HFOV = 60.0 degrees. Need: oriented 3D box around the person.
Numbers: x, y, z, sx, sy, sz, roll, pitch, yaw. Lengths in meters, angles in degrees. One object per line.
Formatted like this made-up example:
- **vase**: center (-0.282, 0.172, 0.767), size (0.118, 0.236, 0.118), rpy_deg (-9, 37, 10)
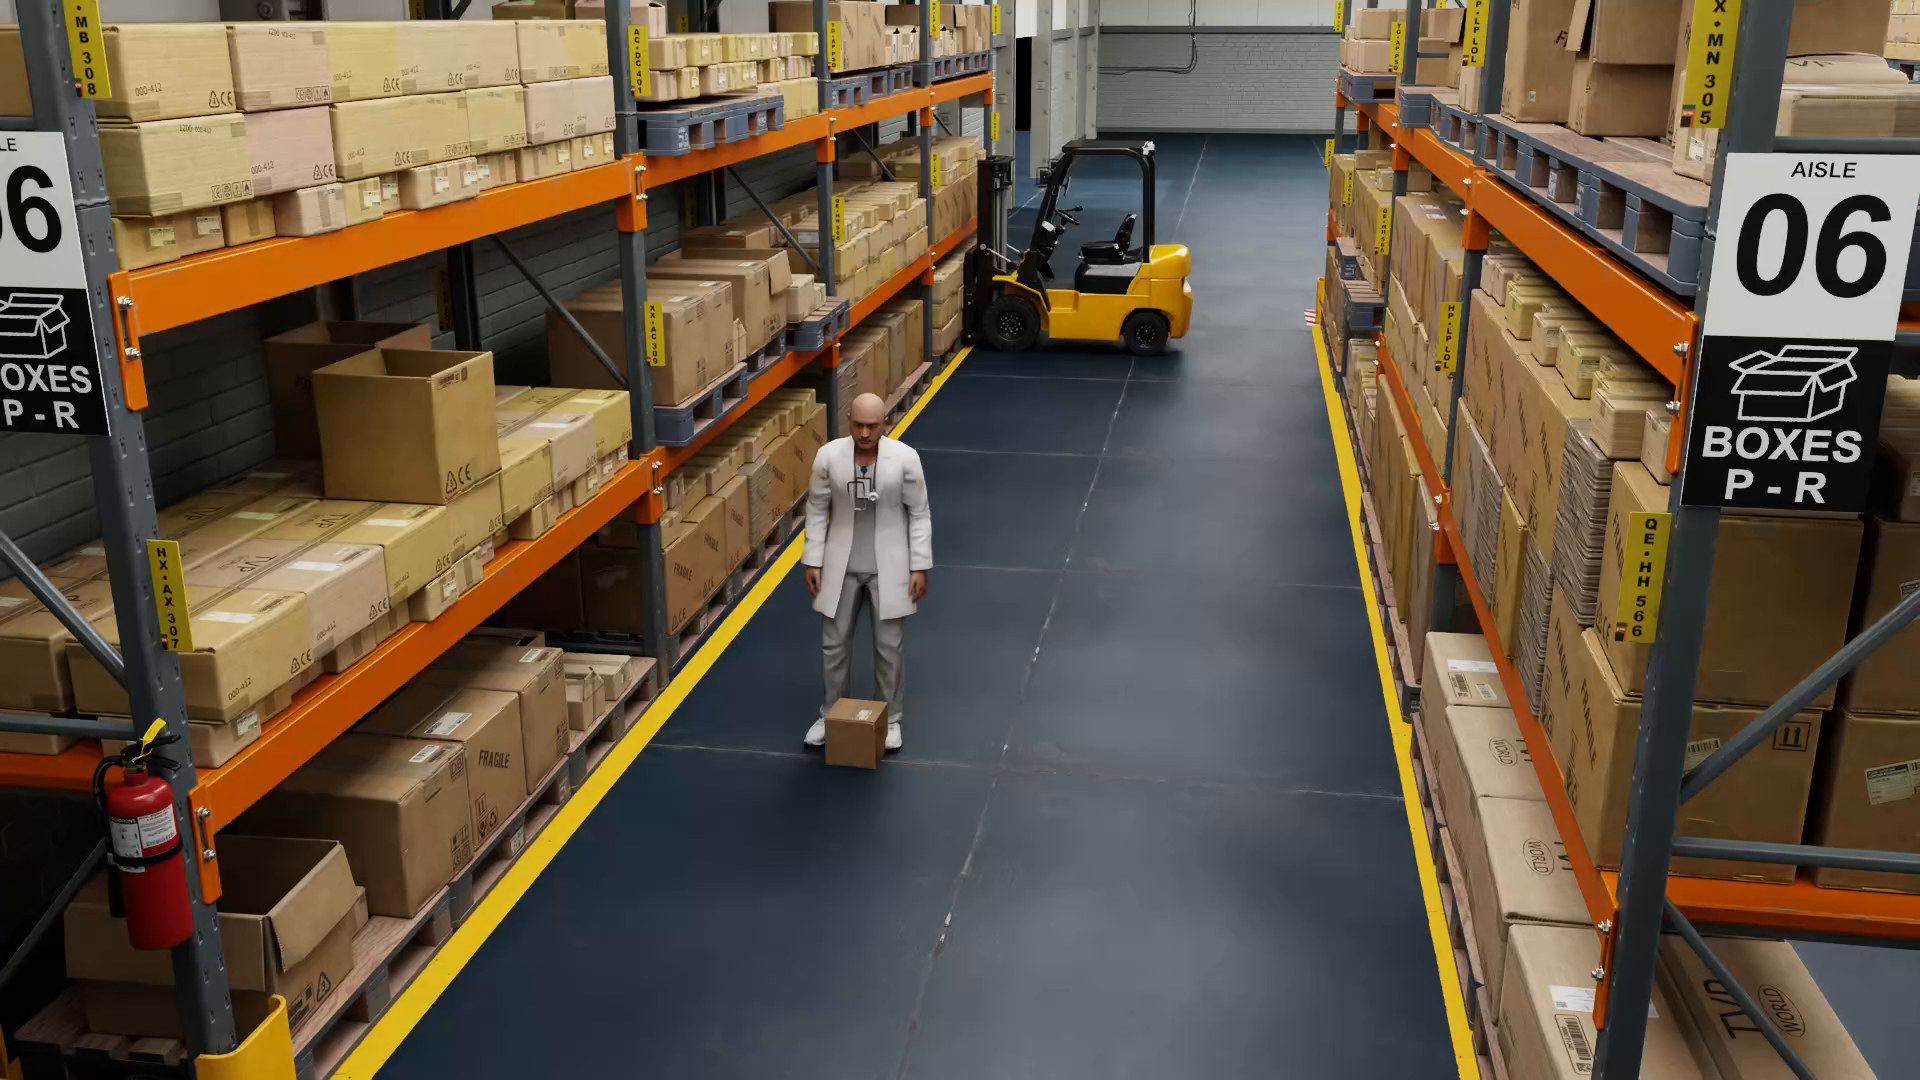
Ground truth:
- **person**: center (-0.455, 0.143, 8.129), size (0.650, 1.773, 0.429), rpy_deg (2, 18, 5)
